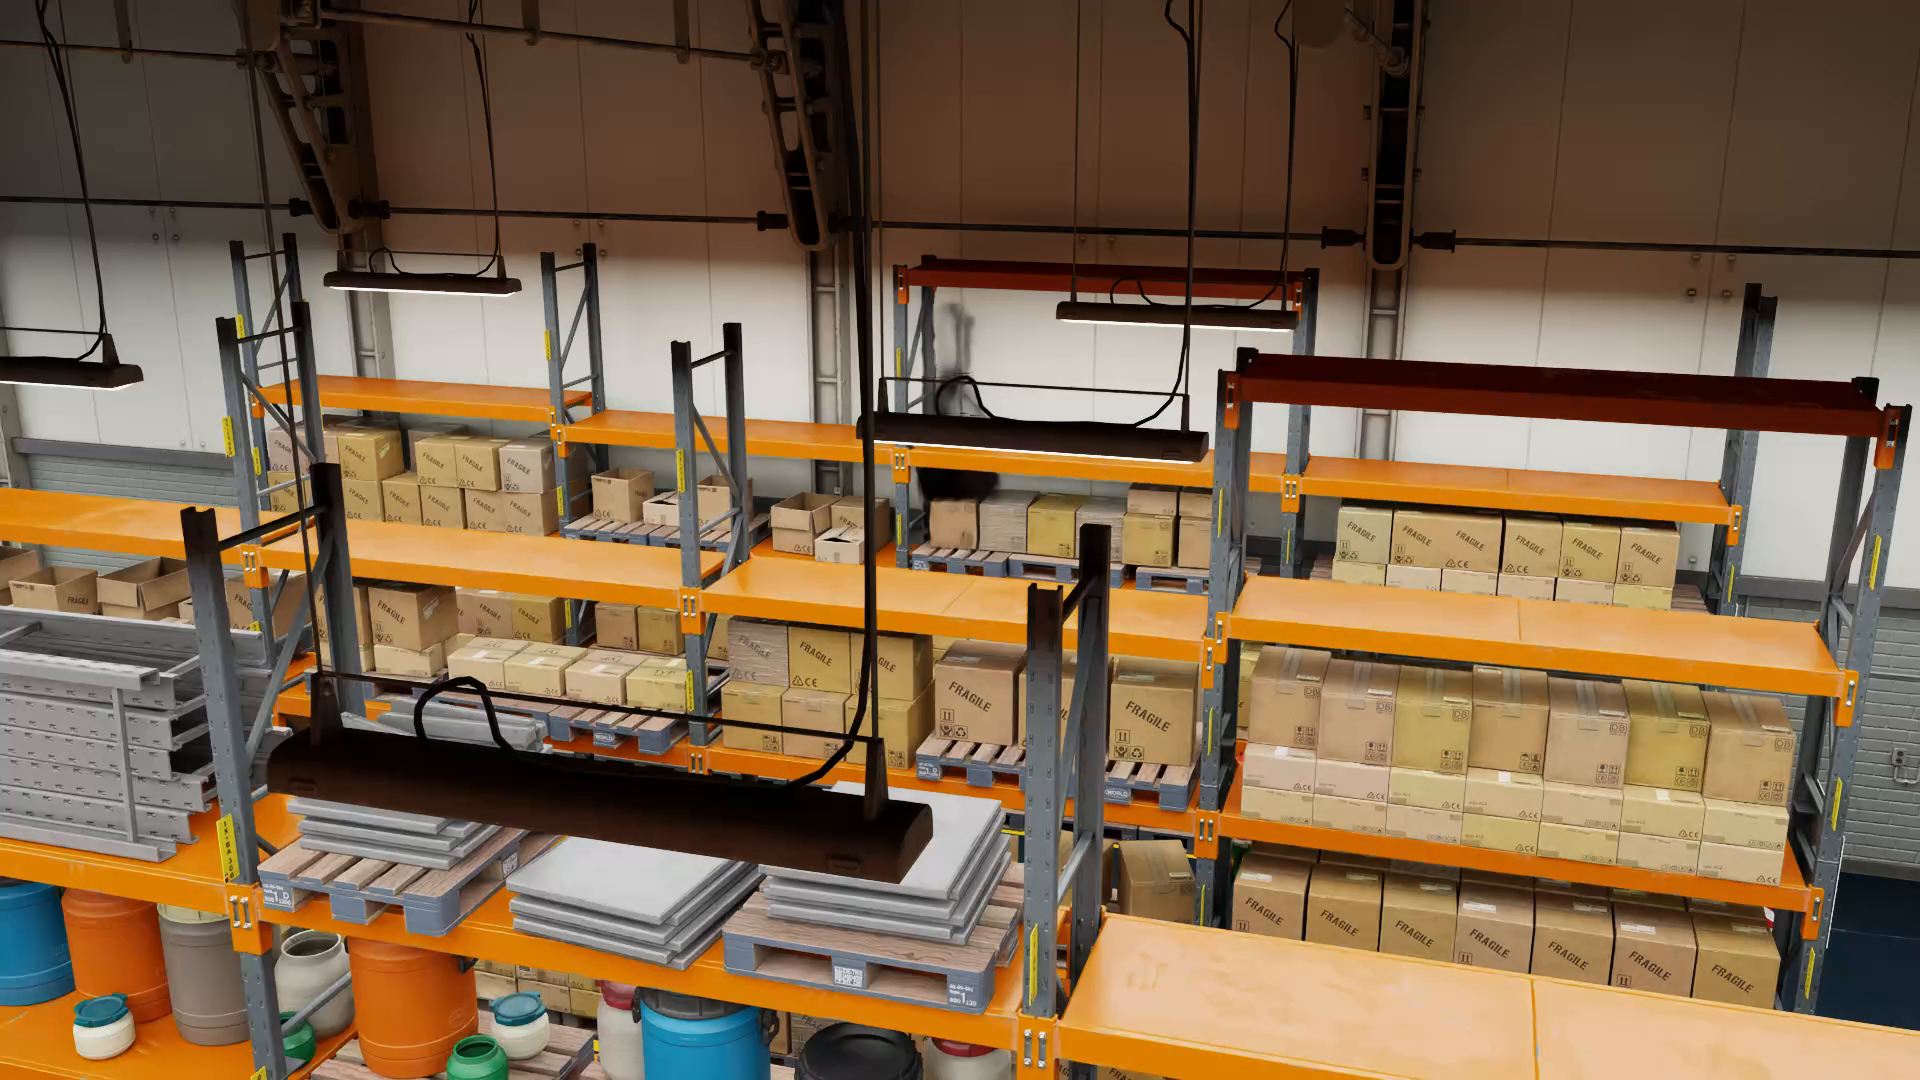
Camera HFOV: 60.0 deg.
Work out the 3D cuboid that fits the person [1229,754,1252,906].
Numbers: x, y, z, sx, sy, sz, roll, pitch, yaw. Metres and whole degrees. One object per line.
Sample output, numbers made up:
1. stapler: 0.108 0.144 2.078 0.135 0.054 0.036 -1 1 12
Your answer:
1. person: 2.648 2.808 15.733 0.695 1.751 0.641 3 16 9
